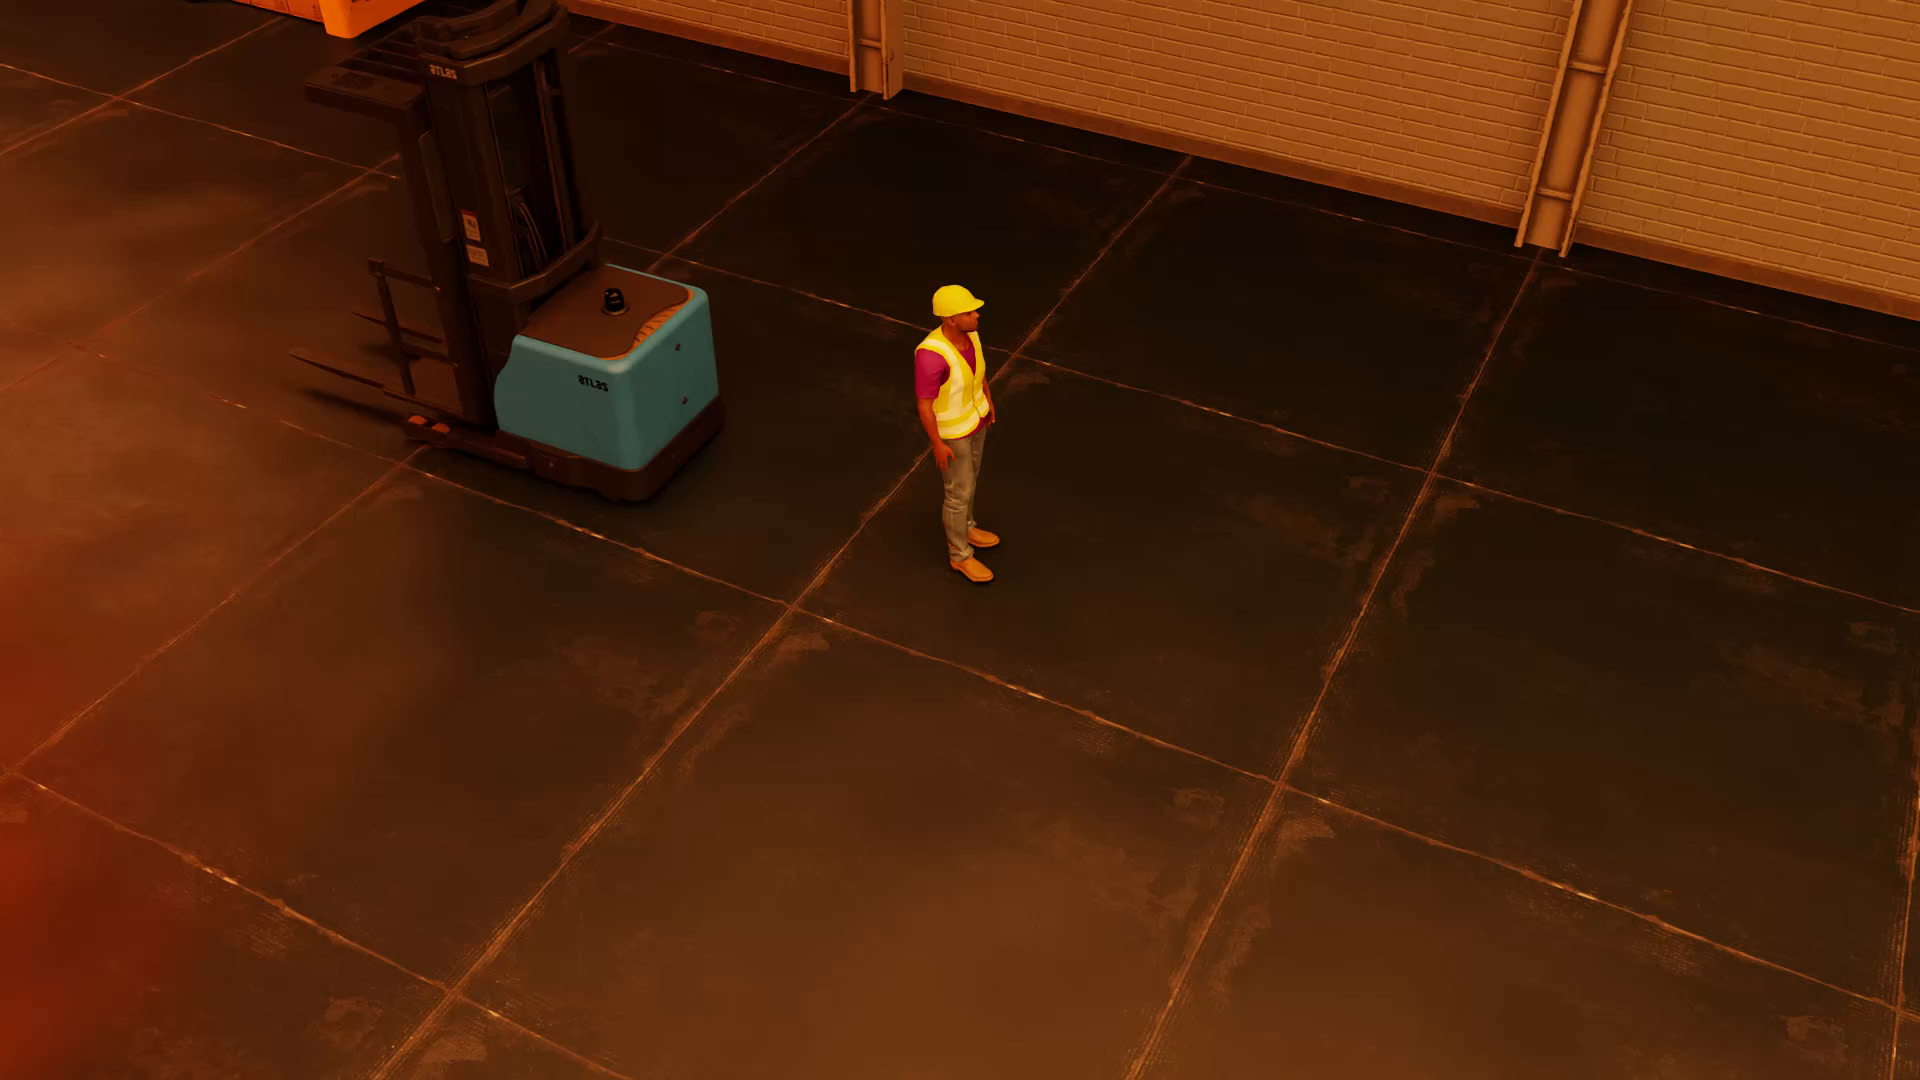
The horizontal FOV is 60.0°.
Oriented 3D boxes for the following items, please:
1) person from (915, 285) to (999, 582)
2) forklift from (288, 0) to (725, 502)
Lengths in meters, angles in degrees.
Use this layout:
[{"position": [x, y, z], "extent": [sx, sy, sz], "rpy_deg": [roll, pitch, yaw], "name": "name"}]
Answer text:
[{"position": [0.060, -0.657, 9.660], "extent": [0.575, 1.768, 0.666], "rpy_deg": [18, 43, 21], "name": "person"}, {"position": [-3.125, -2.013, 10.377], "extent": [3.031, 2.935, 1.130], "rpy_deg": [17, 43, 20], "name": "forklift"}]
